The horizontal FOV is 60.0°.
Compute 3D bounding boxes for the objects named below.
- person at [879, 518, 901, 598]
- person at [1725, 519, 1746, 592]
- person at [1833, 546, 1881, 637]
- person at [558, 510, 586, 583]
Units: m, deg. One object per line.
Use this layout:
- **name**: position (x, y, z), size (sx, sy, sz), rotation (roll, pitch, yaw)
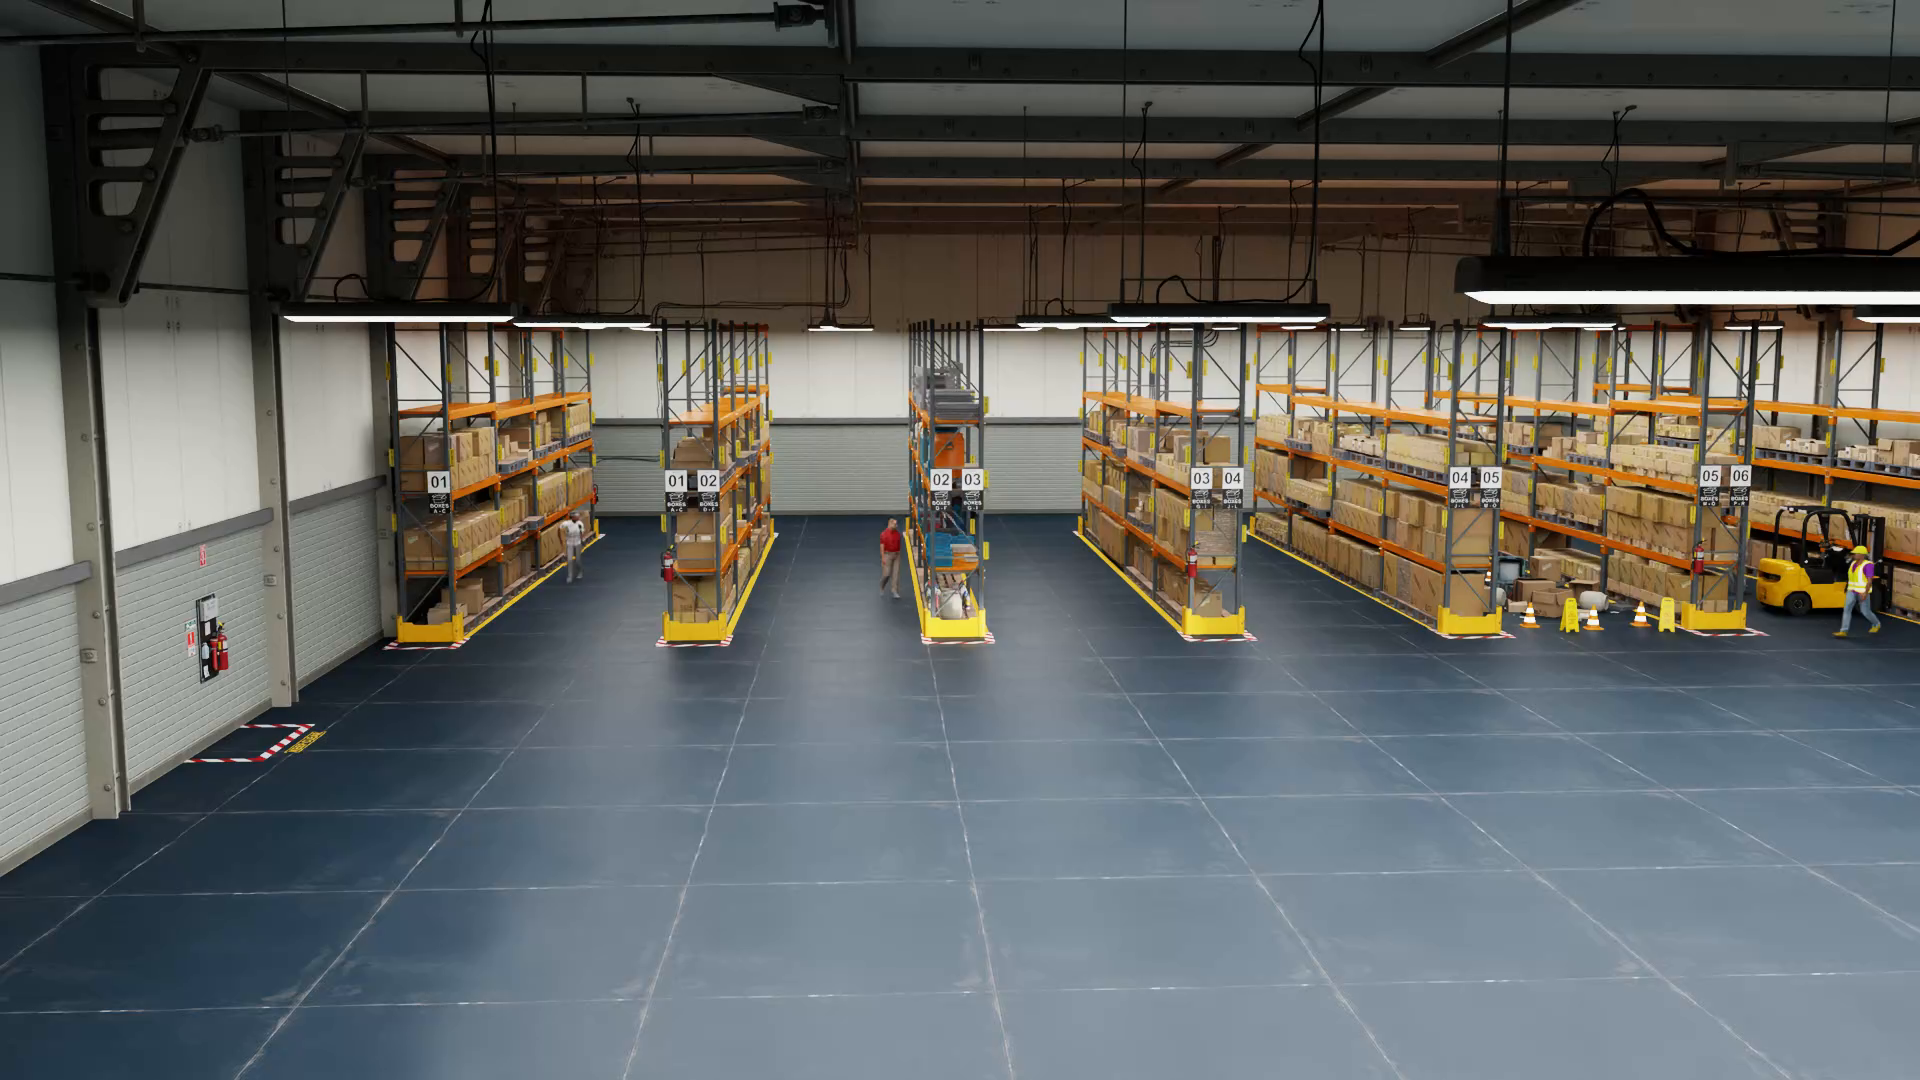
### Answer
- **person**: position (-1.517, 0.397, 36.331), size (0.560, 1.747, 0.584), rotation (-5, 8, -33)
- **person**: position (17.223, 0.369, 36.991), size (0.501, 1.685, 0.515), rotation (6, 9, 38)
- **person**: position (17.054, 0.977, 31.495), size (1.001, 1.740, 0.546), rotation (-3, 8, -25)
- **person**: position (-8.991, 0.124, 38.482), size (0.617, 1.640, 0.996), rotation (0, 7, -3)
